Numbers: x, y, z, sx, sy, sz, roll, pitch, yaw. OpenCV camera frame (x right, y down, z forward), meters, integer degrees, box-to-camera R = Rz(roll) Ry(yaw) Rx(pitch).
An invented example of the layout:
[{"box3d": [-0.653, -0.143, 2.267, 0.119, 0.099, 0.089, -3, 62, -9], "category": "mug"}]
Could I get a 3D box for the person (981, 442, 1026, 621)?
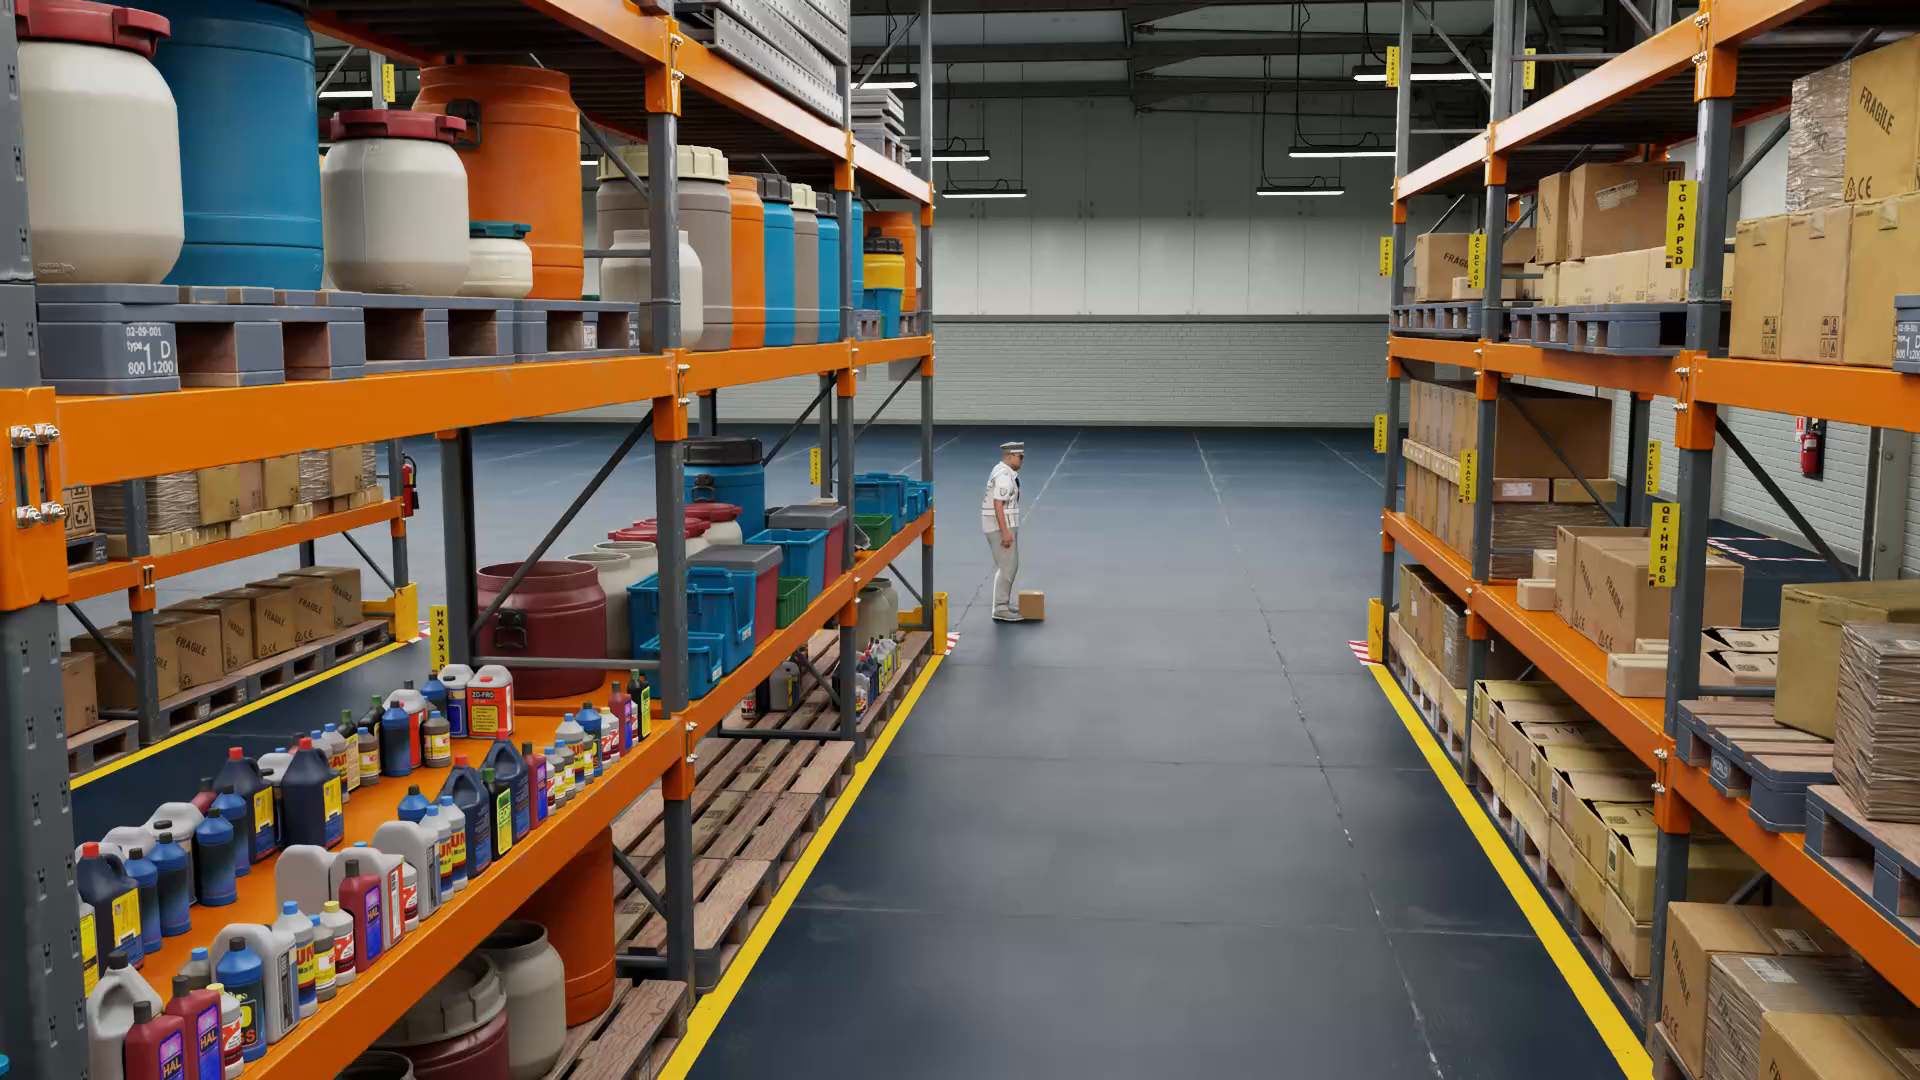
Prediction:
[{"box3d": [0.434, -0.100, 16.516, 0.436, 1.747, 0.584, 1, 8, 5], "category": "person"}]
